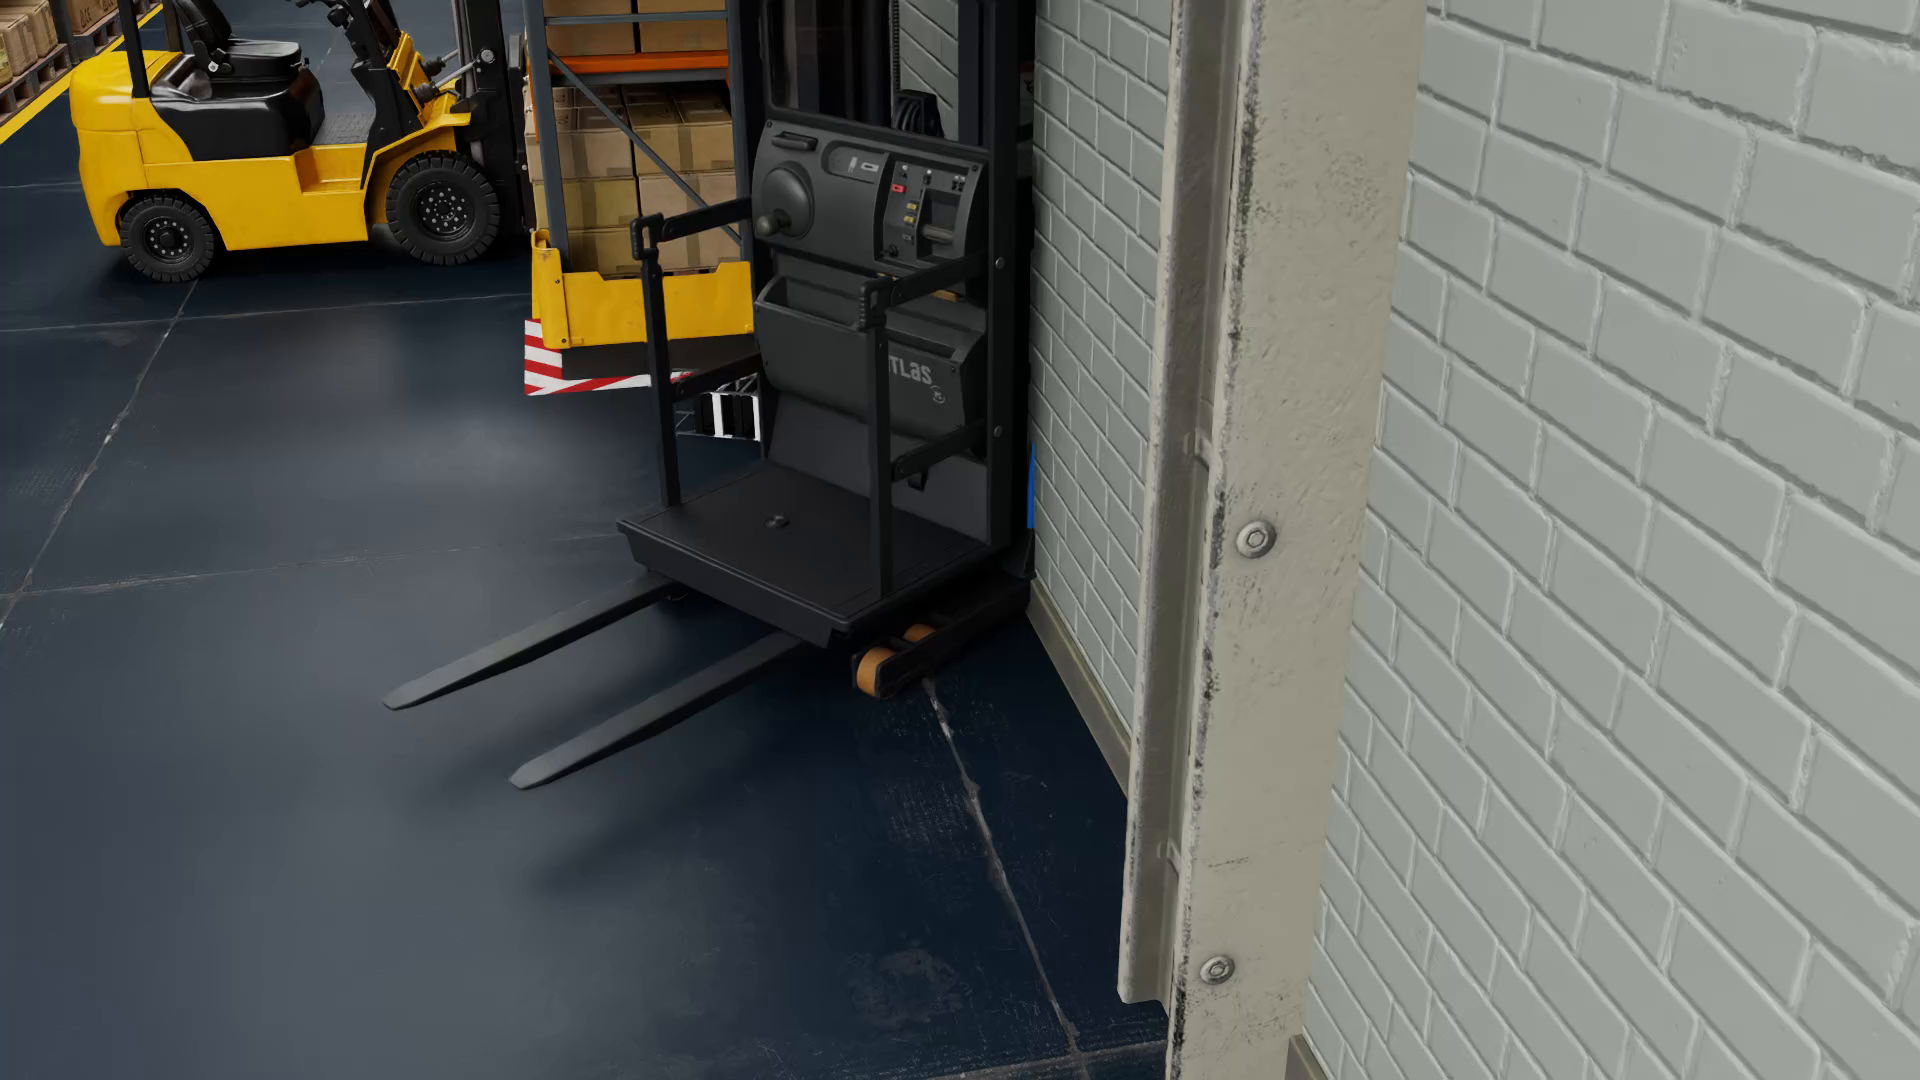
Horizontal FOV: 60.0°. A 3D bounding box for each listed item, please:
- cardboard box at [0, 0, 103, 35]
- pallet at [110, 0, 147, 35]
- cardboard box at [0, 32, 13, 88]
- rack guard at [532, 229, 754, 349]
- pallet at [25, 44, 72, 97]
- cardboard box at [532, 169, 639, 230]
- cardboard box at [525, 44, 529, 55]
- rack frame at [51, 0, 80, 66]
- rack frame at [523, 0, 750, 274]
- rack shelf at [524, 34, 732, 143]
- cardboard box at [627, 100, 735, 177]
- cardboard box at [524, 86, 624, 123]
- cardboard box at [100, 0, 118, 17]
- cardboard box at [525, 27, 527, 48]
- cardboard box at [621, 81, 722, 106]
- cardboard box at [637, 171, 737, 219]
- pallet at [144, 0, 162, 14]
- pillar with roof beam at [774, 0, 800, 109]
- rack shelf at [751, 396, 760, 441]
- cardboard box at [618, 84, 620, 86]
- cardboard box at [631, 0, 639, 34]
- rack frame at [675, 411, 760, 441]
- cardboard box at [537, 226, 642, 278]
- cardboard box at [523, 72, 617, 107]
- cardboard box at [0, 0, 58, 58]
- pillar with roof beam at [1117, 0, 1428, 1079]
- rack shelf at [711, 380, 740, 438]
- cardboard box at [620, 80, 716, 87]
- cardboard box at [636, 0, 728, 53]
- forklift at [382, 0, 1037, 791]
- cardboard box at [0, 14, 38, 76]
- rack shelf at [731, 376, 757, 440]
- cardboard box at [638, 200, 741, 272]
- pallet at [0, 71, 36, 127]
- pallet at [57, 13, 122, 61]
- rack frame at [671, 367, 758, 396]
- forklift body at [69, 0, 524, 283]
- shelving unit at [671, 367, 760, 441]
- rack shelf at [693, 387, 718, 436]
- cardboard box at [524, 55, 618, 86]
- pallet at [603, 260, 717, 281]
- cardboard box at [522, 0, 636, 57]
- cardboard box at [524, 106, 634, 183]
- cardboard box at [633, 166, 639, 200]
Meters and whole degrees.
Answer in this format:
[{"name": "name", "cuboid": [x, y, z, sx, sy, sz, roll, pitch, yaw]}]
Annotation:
[{"name": "cardboard box", "cuboid": [-8.208, -4.964, 14.648, 0.875, 0.875, 0.875, -6, 27, -12]}, {"name": "pallet", "cuboid": [-8.509, -5.057, 16.034, 1.003, 0.211, 1.213, -6, 27, -12]}, {"name": "cardboard box", "cuboid": [-7.676, -3.522, 12.349, 0.950, 0.372, 0.625, -5, 27, -10]}, {"name": "rack guard", "cuboid": [-1.489, -1.280, 8.232, 1.175, 0.500, 0.348, -6, 27, -12]}, {"name": "pallet", "cuboid": [-7.958, -3.825, 13.594, 1.003, 0.211, 1.213, -6, 27, -12]}, {"name": "cardboard box", "cuboid": [-1.909, -1.772, 8.462, 0.500, 0.250, 0.500, -6, 27, -12]}, {"name": "cardboard box", "cuboid": [-2.364, -2.882, 10.107, 0.500, 0.250, 0.500, -5, 27, -10]}, {"name": "rack frame", "cuboid": [-8.133, -5.413, 13.646, 1.000, 3.000, 0.127, -6, 27, -12]}, {"name": "rack frame", "cuboid": [-1.495, -2.407, 7.690, 1.000, 3.000, 0.127, -6, 27, -12]}, {"name": "rack shelf", "cuboid": [-1.946, -2.964, 9.591, 1.077, 0.370, 4.000, -6, 27, -12]}, {"name": "cardboard box", "cuboid": [-1.419, -2.043, 8.445, 0.500, 0.250, 0.500, -6, 27, -12]}, {"name": "cardboard box", "cuboid": [-2.023, -2.207, 8.770, 0.500, 0.250, 0.500, -5, 27, -11]}, {"name": "cardboard box", "cuboid": [-8.405, -5.356, 15.424, 0.875, 0.875, 0.875, -6, 27, -11]}, {"name": "cardboard box", "cuboid": [-2.488, -3.100, 10.538, 0.500, 0.250, 0.500, -6, 27, -12]}, {"name": "cardboard box", "cuboid": [-1.535, -2.262, 8.879, 0.500, 0.250, 0.500, -6, 27, -12]}, {"name": "cardboard box", "cuboid": [-1.398, -1.818, 8.553, 0.500, 0.250, 0.500, -5, 27, -11]}, {"name": "pallet", "cuboid": [-8.787, -5.593, 17.097, 1.003, 0.211, 1.213, -6, 27, -12]}, {"name": "pillar with roof beam", "cuboid": [-4.968, -5.045, 6.259, 9.100, 9.000, 0.400, -6, 27, -12]}, {"name": "rack shelf", "cuboid": [-0.811, -0.565, 7.128, 0.077, 0.200, 0.258, 5, 27, 12]}, {"name": "cardboard box", "cuboid": [-1.746, -2.709, 9.764, 0.500, 0.250, 0.500, -6, 27, -13]}, {"name": "cardboard box", "cuboid": [-1.475, -2.924, 8.603, 0.500, 0.500, 0.500, -5, 27, -10]}, {"name": "rack frame", "cuboid": [-0.843, -0.478, 7.180, 0.900, 0.006, 0.240, 5, 27, 12]}, {"name": "cardboard box", "cuboid": [-1.909, -1.541, 8.560, 0.500, 0.250, 0.500, -6, 27, -11]}, {"name": "cardboard box", "cuboid": [-2.147, -2.428, 9.207, 0.500, 0.250, 0.500, -6, 27, -11]}, {"name": "cardboard box", "cuboid": [-8.015, -4.179, 13.650, 0.950, 0.372, 0.625, -8, 28, -15]}, {"name": "pillar with roof beam", "cuboid": [-3.616, -2.411, 1.040, 9.100, 9.000, 0.400, -6, 27, -12]}, {"name": "rack shelf", "cuboid": [-0.987, -0.582, 7.164, 0.077, 0.200, 0.258, 5, 27, 12]}, {"name": "cardboard box", "cuboid": [-1.637, -2.483, 9.316, 0.500, 0.250, 0.500, -6, 27, -12]}, {"name": "cardboard box", "cuboid": [-1.336, -2.697, 8.154, 0.500, 0.500, 0.500, -5, 27, -10]}, {"name": "forklift", "cuboid": [-0.443, -1.060, 5.098, 1.130, 2.935, 3.031, 21, 34, 35]}, {"name": "cardboard box", "cuboid": [-7.841, -3.855, 13.010, 0.950, 0.372, 0.625, -6, 27, -13]}, {"name": "rack shelf", "cuboid": [-0.899, -0.574, 7.146, 0.077, 0.200, 0.258, 5, 27, 12]}, {"name": "cardboard box", "cuboid": [-1.415, -1.602, 8.681, 0.500, 0.250, 0.500, -6, 27, -11]}, {"name": "pallet", "cuboid": [-7.687, -3.291, 12.535, 1.003, 0.211, 1.213, -6, 27, -12]}, {"name": "pallet", "cuboid": [-8.237, -4.522, 14.975, 1.003, 0.211, 1.213, -6, 27, -12]}, {"name": "rack frame", "cuboid": [-0.845, -0.659, 7.089, 0.900, 0.006, 0.240, 5, 27, 12]}, {"name": "forklift body", "cuboid": [-3.700, -2.675, 9.163, 2.313, 2.155, 1.214, -6, 27, -12]}, {"name": "shelving unit", "cuboid": [-0.844, -0.568, 7.135, 0.900, 0.210, 0.258, 5, 27, 12]}, {"name": "rack shelf", "cuboid": [-1.075, -0.590, 7.182, 0.077, 0.200, 0.258, 5, 27, 12]}, {"name": "cardboard box", "cuboid": [-2.254, -2.651, 9.649, 0.500, 0.250, 0.500, -7, 28, -13]}, {"name": "pallet", "cuboid": [-1.708, -1.494, 8.975, 1.003, 0.211, 1.213, -6, 27, -12]}, {"name": "cardboard box", "cuboid": [-1.862, -2.641, 8.042, 0.500, 0.500, 0.500, -7, 28, -13]}, {"name": "cardboard box", "cuboid": [-1.902, -1.984, 8.327, 0.500, 0.250, 0.500, -5, 27, -10]}, {"name": "cardboard box", "cuboid": [-1.522, -2.037, 8.987, 0.500, 0.250, 0.500, -6, 27, -12]}]
